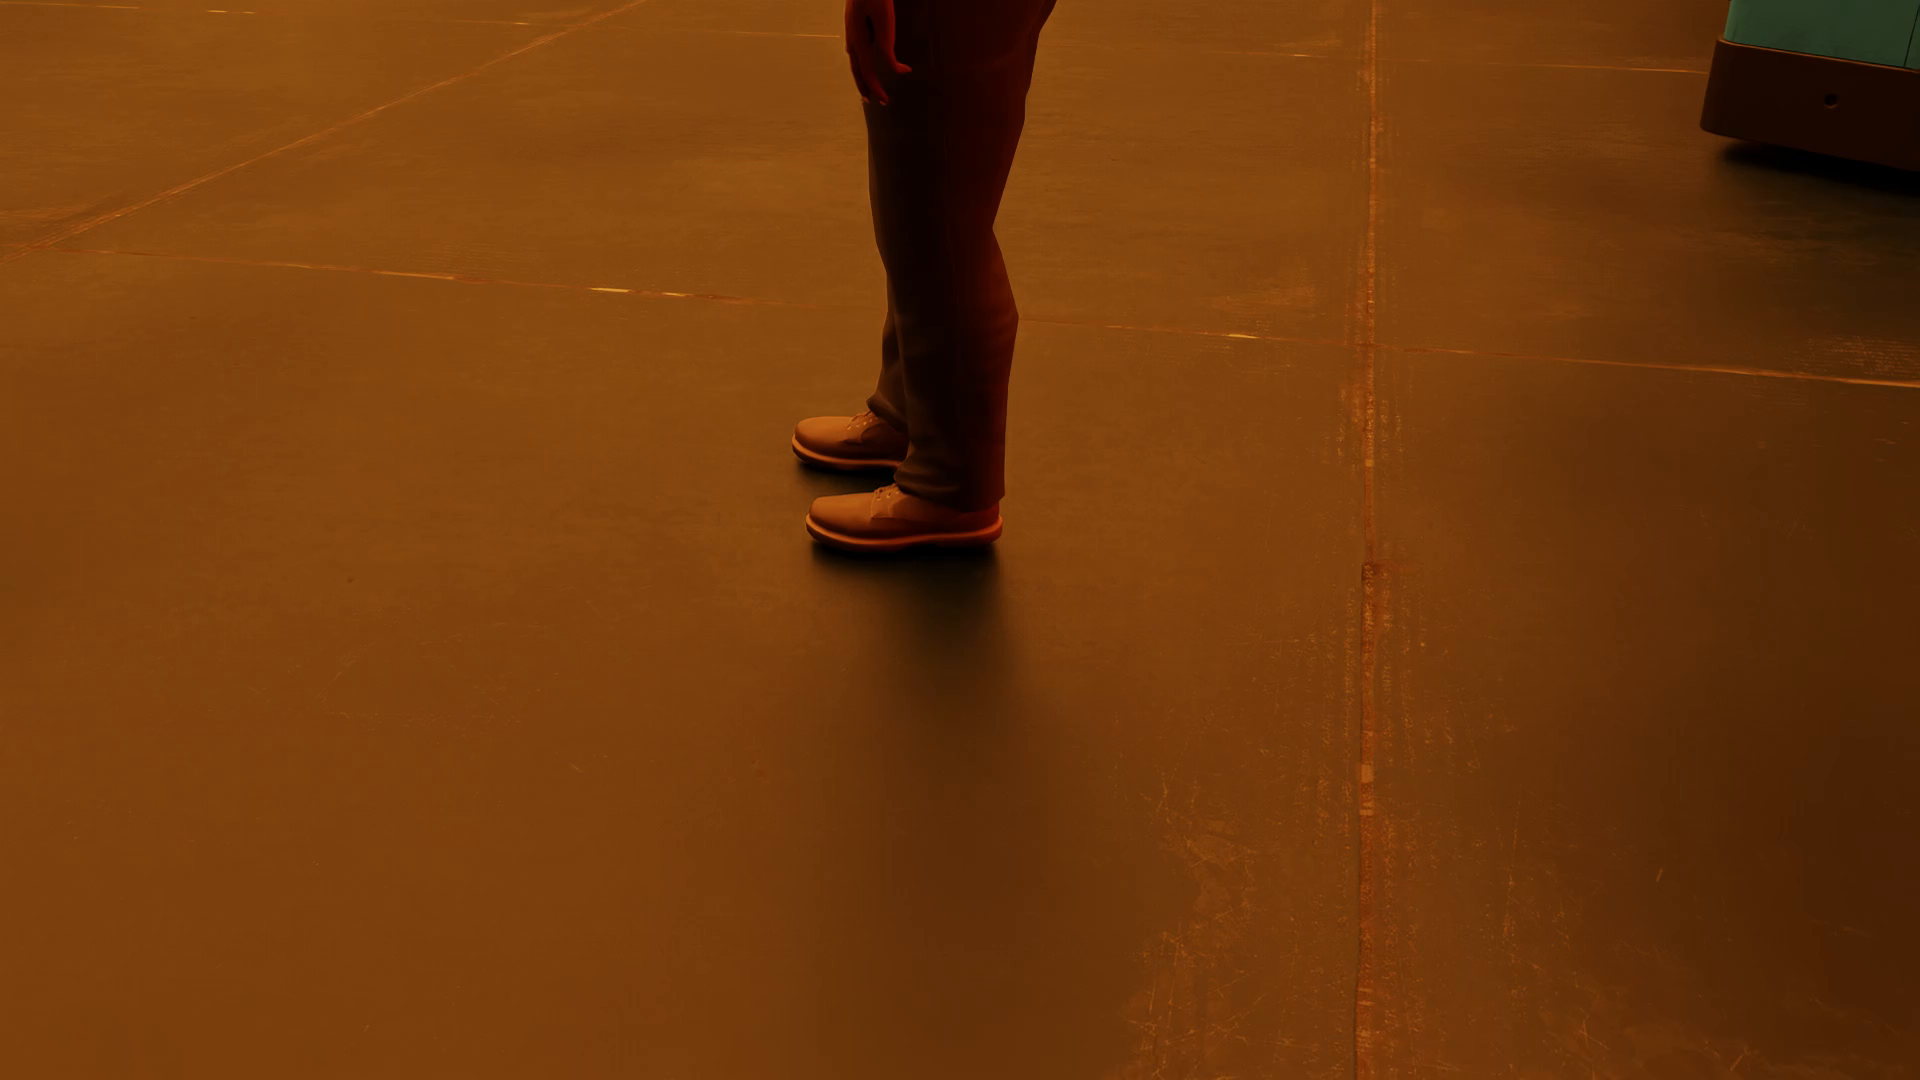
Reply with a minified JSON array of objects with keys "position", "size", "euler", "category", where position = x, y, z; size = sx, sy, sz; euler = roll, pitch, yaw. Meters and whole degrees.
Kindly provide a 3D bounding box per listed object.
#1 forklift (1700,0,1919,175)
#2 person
[{"position":[3.502,-2.632,4.463],"size":[3.031,2.935,1.130],"euler":[-20,33,-35],"category":"forklift"},{"position":[-0.081,-0.763,2.159],"size":[0.503,1.656,0.569],"euler":[6,27,11],"category":"person"}]
